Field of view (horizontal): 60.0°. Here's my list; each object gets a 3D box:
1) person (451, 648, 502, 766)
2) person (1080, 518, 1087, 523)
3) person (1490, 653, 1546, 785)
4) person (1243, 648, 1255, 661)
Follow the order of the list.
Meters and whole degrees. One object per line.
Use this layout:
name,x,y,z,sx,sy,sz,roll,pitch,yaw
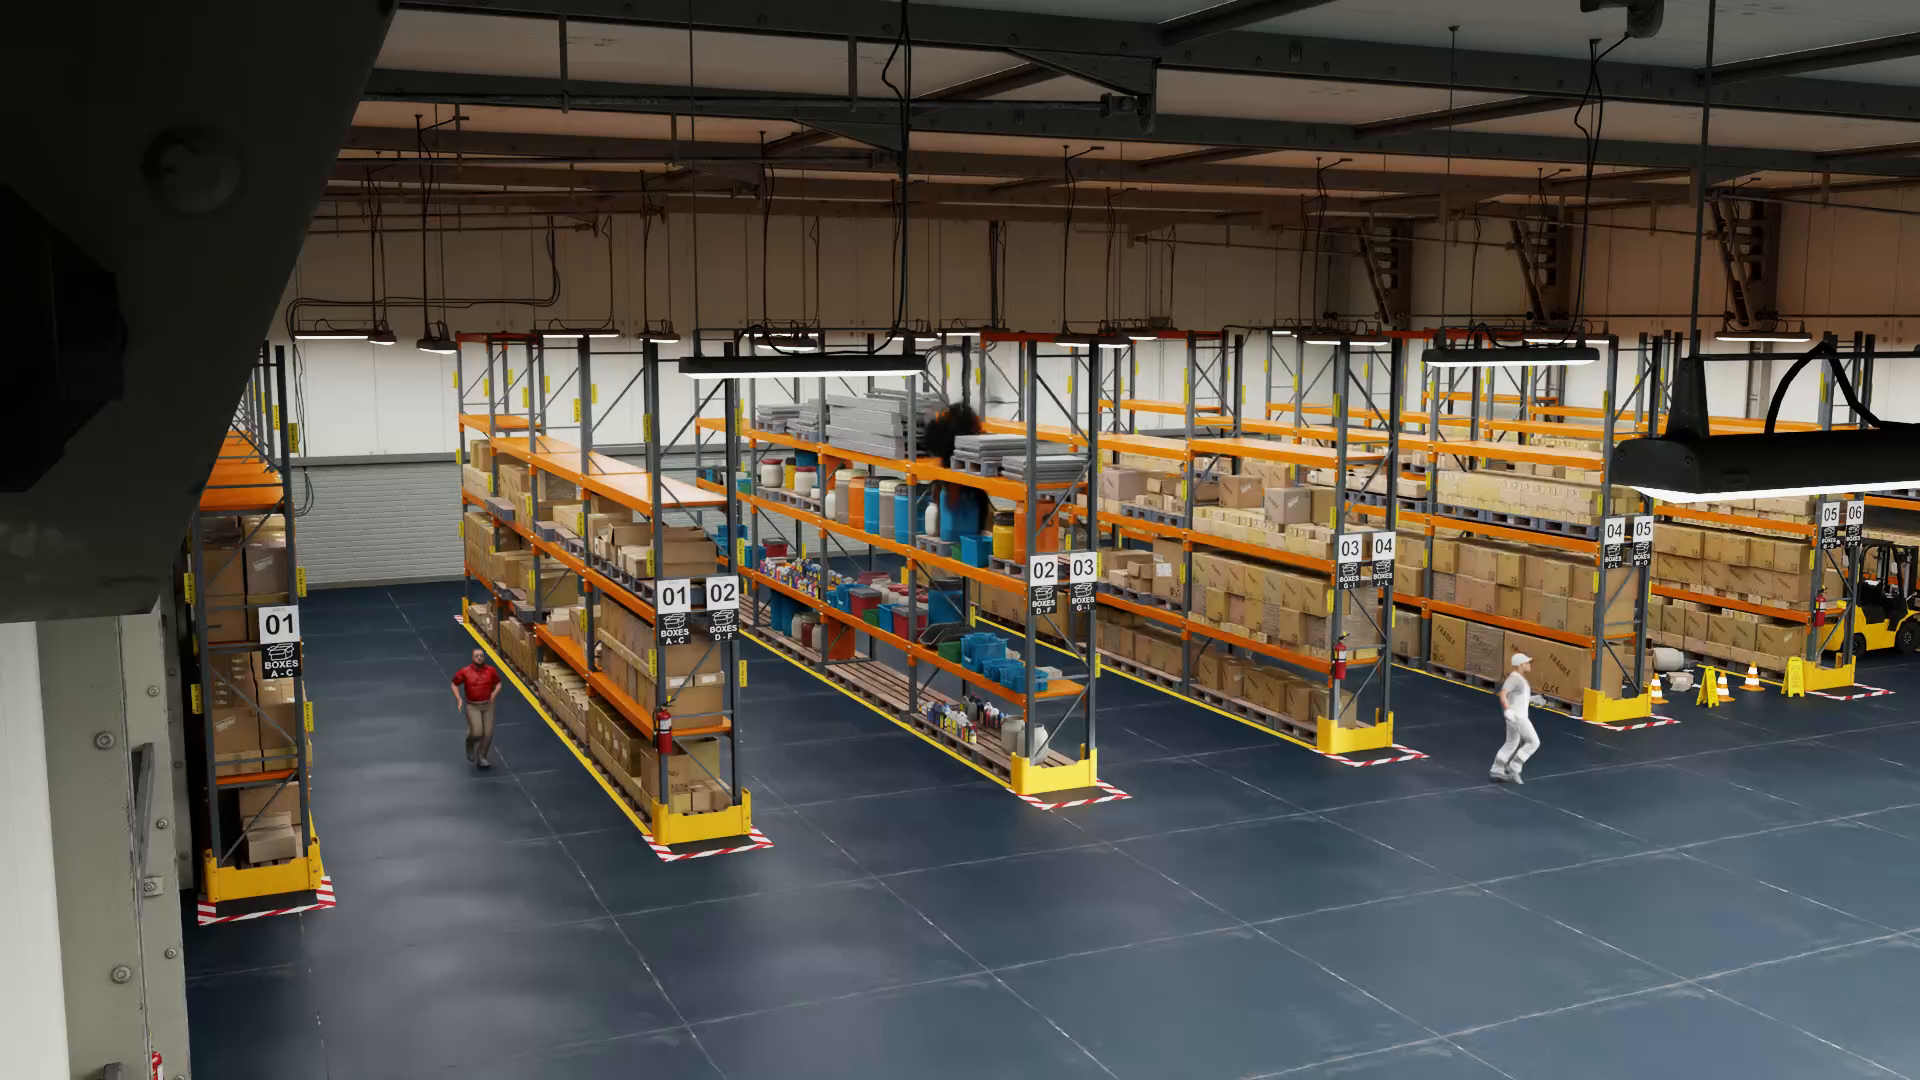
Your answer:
person,-6.726,2.360,23.322,0.664,1.677,0.590,-5,9,-31
person,2.840,0.327,38.440,0.600,1.695,0.954,-3,8,-21
person,7.604,2.421,22.599,0.702,1.787,0.647,2,8,12
person,5.419,1.446,30.391,0.615,1.627,0.610,-4,9,-26
